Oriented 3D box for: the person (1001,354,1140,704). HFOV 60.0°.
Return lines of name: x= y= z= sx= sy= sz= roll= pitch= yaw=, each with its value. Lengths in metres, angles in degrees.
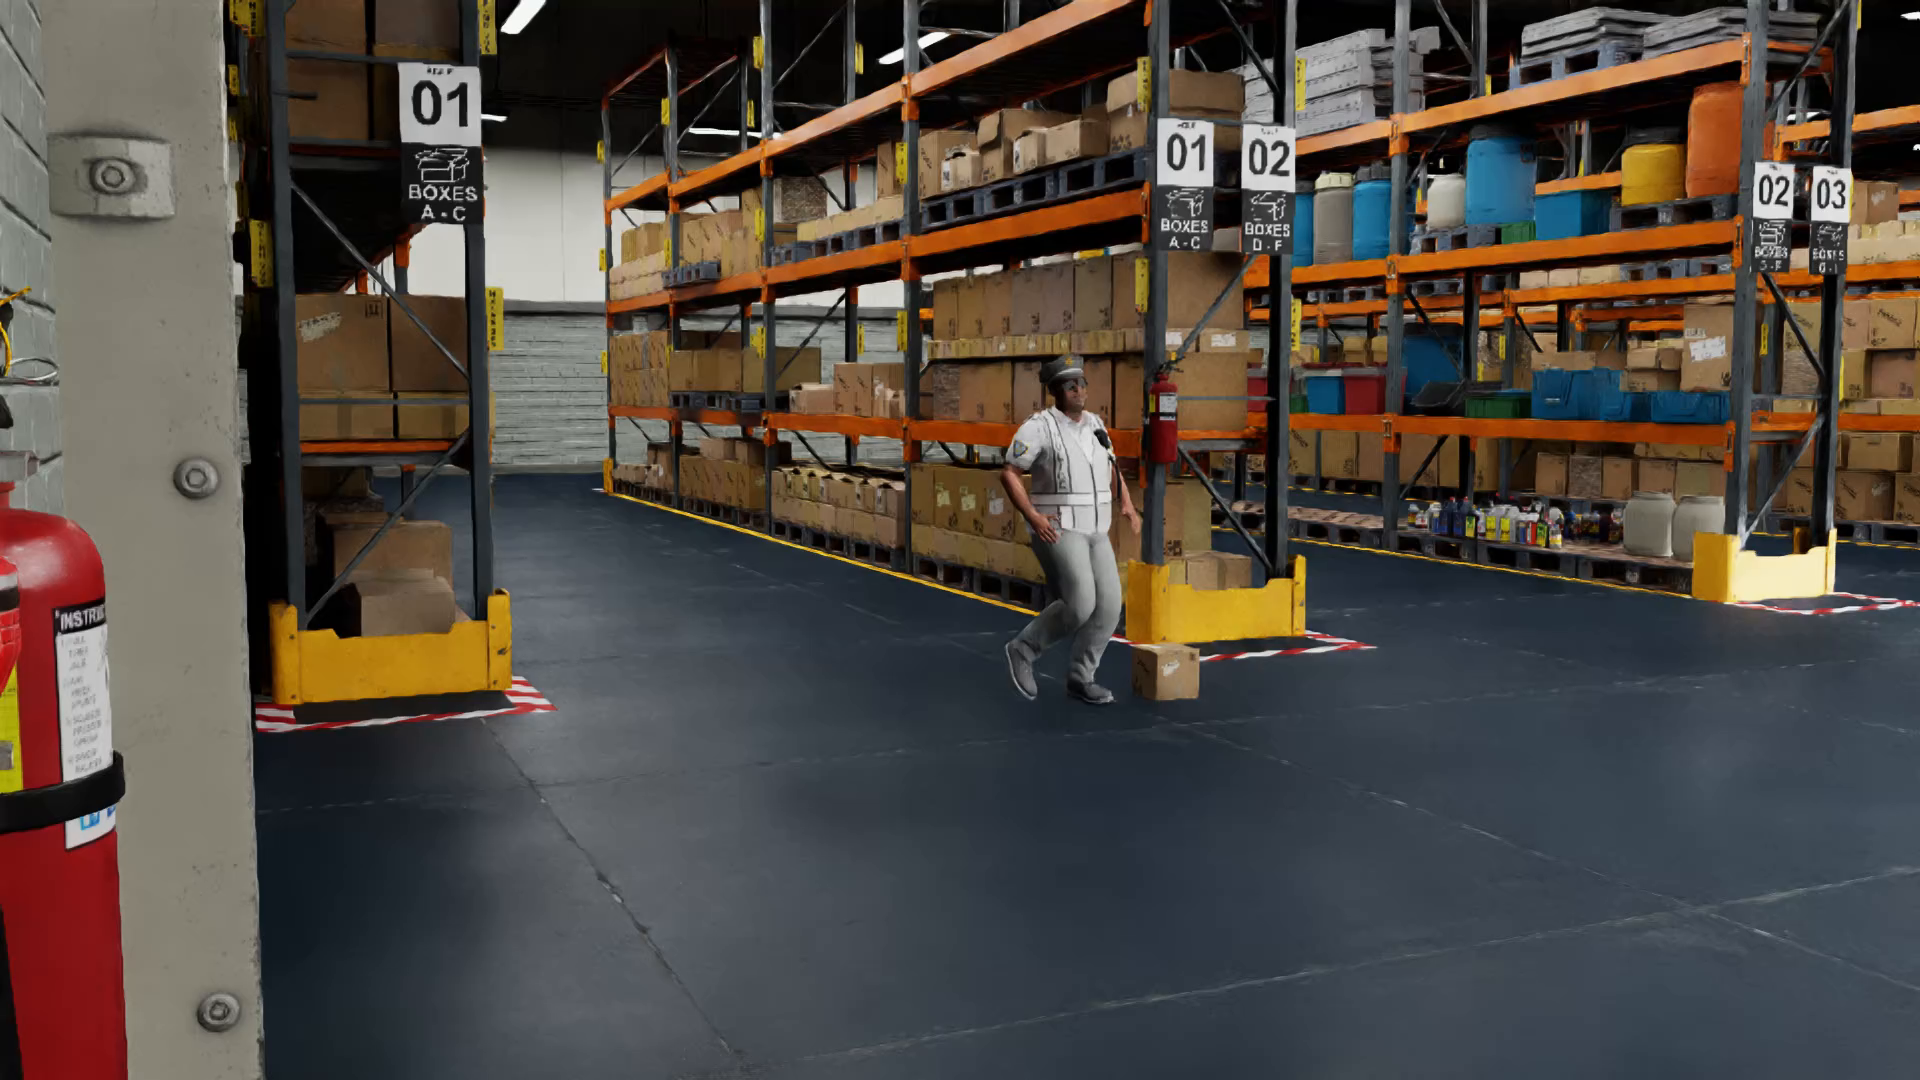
person: x=0.595 y=-0.052 z=8.338 sx=0.714 sy=1.751 sz=0.503 roll=-5 pitch=7 yaw=-43
